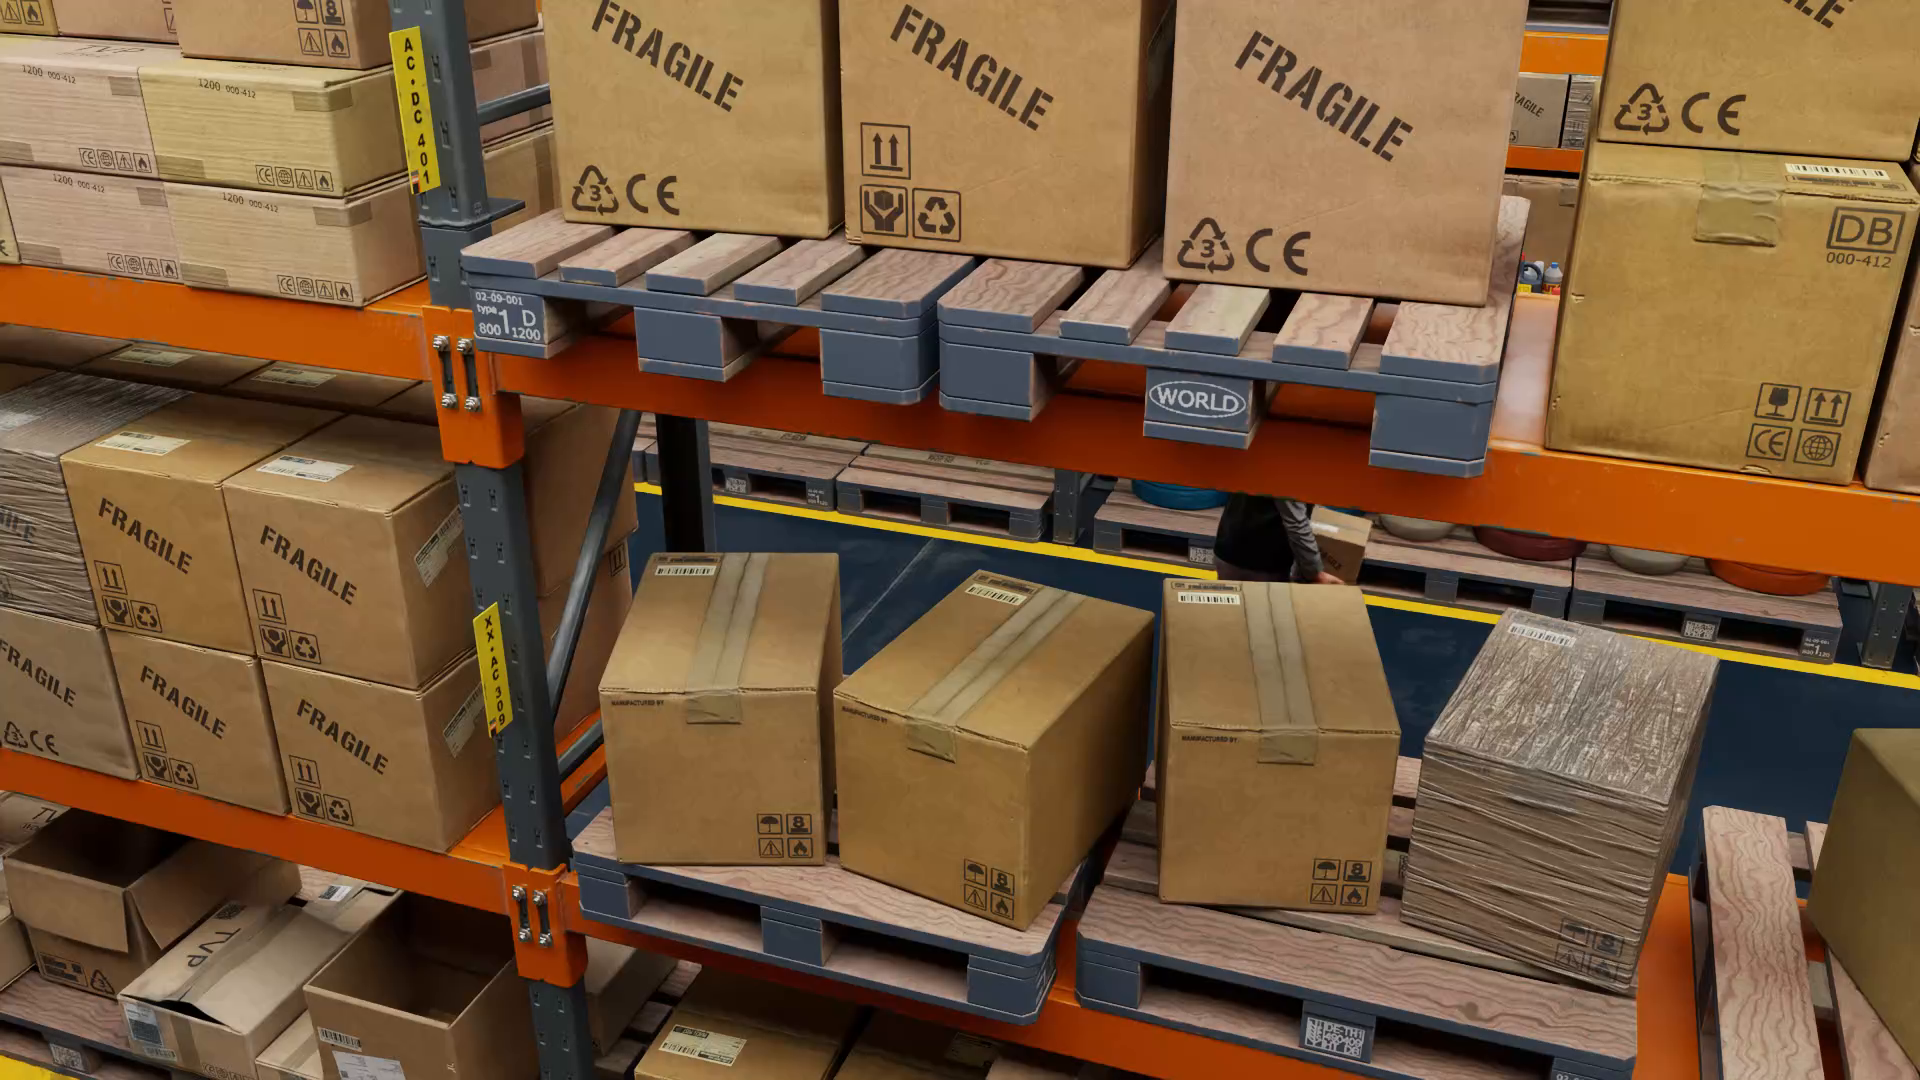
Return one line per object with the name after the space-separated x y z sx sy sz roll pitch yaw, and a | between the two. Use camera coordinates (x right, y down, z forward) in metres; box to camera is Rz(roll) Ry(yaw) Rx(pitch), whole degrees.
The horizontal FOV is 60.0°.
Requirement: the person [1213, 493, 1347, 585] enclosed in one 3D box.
1.359 0.090 6.969 0.575 1.713 0.487 8 27 17 | person
